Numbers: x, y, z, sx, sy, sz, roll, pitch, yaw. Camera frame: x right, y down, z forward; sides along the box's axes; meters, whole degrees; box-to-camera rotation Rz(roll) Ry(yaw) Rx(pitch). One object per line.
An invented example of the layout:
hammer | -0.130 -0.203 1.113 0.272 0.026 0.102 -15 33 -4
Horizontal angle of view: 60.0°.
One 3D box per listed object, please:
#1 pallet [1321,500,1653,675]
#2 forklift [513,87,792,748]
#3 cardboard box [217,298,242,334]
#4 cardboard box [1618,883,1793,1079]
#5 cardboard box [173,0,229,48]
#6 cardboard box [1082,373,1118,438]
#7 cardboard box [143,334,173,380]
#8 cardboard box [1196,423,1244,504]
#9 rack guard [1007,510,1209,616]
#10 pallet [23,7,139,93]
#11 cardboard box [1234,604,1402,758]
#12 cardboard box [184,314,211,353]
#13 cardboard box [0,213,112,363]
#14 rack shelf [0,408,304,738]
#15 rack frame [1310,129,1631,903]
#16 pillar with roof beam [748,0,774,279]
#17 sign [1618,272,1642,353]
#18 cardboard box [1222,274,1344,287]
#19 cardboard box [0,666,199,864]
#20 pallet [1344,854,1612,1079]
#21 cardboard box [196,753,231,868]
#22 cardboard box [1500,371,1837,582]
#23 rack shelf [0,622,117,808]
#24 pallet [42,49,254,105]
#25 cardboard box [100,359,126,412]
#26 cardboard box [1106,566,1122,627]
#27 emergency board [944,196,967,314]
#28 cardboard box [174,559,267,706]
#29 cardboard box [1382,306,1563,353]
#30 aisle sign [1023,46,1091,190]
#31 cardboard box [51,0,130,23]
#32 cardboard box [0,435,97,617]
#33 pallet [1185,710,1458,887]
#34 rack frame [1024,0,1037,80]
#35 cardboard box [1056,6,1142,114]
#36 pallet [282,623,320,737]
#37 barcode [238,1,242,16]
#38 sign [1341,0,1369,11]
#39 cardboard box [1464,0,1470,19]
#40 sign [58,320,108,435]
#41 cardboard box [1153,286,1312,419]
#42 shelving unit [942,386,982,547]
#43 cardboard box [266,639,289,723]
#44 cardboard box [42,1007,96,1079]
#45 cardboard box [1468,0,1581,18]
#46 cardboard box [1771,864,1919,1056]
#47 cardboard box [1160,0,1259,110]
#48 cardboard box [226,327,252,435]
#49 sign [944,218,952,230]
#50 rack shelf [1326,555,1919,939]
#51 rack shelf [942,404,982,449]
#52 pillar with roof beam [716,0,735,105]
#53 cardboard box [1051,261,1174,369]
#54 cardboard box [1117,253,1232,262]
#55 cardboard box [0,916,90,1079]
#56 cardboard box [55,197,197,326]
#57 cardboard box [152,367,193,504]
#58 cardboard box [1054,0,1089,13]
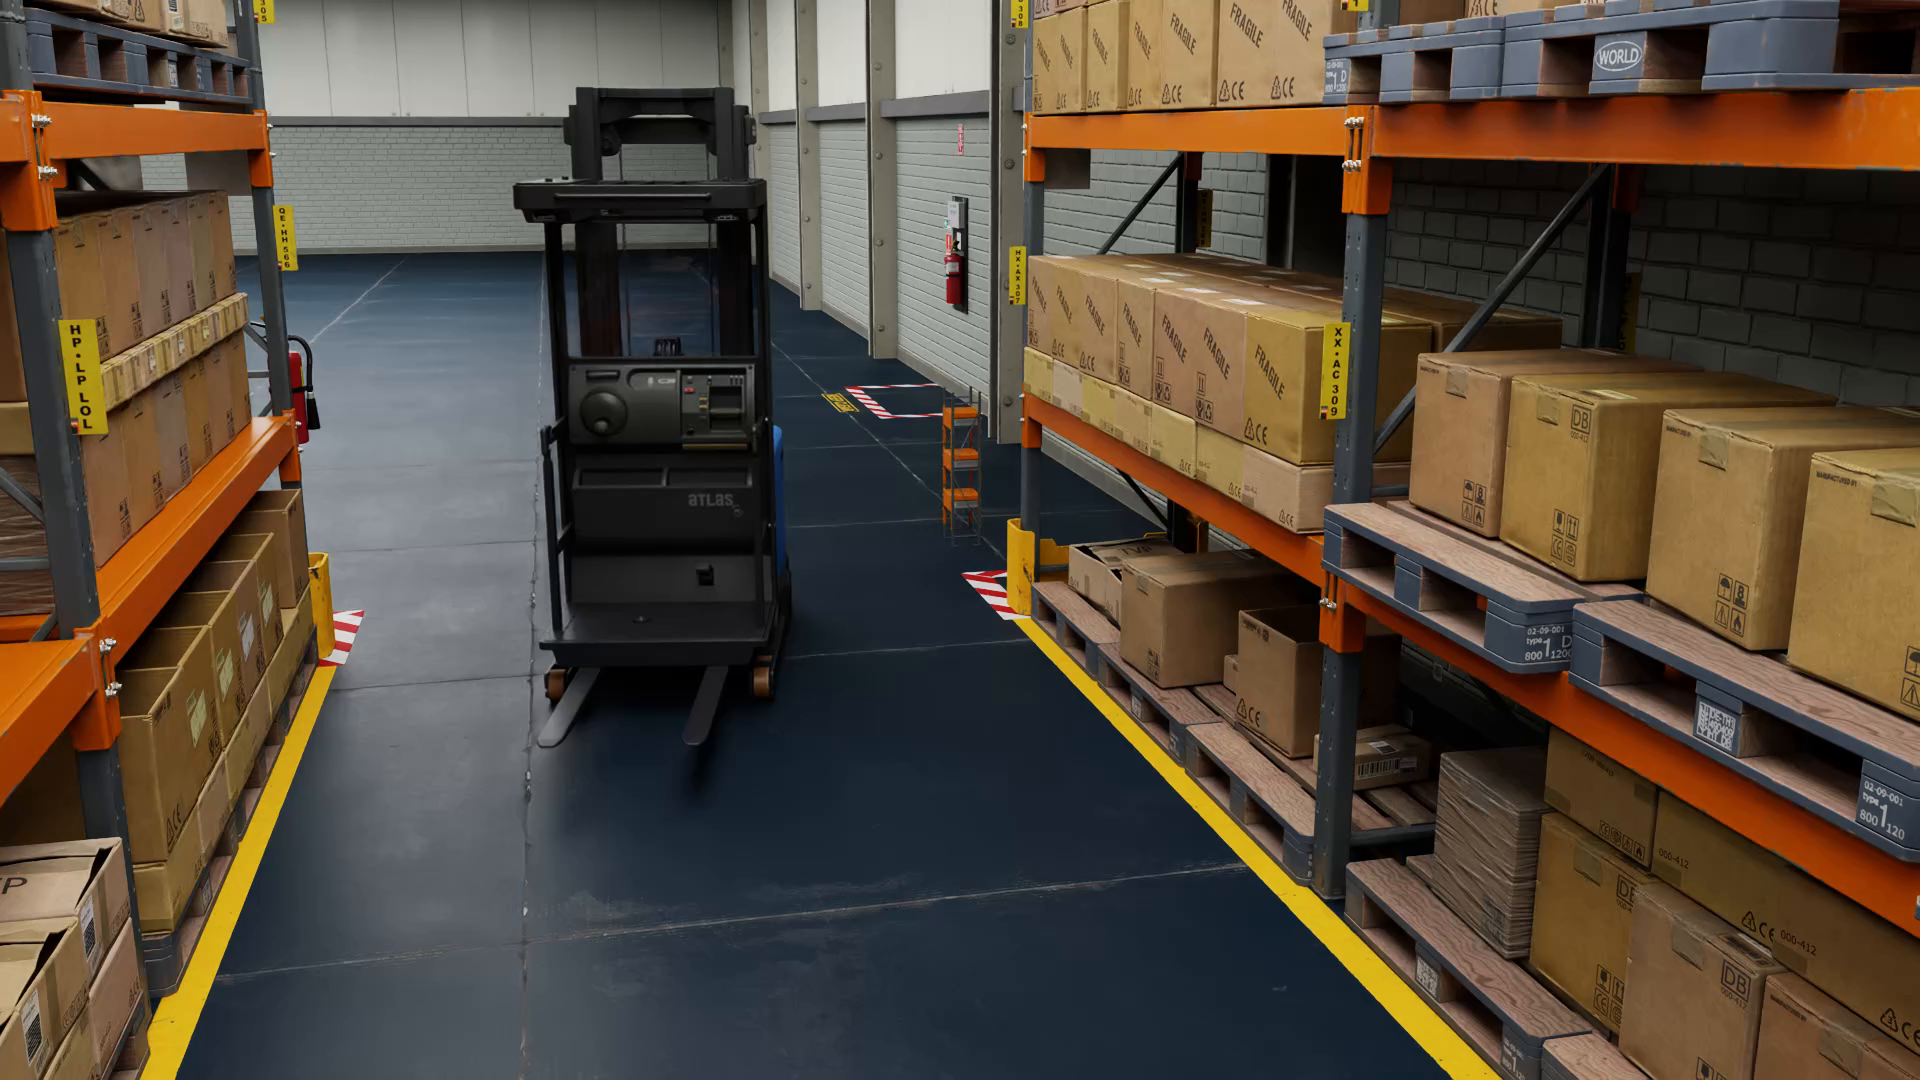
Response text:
pallet | 1.834 0.096 5.119 1.003 0.211 1.213 -3 14 -13
forklift | -1.482 -0.705 8.137 1.130 2.935 3.031 -1 14 -2
cardboard box | -3.620 -1.054 7.842 0.380 0.149 0.250 -3 14 -12
cardboard box | 2.236 1.224 4.437 0.700 0.500 0.500 -3 14 -13
cardboard box | -3.431 -2.233 7.063 0.500 0.250 0.500 -3 14 -13
cardboard box | 0.912 -0.674 8.141 0.500 0.250 0.500 -4 14 -14
cardboard box | -3.260 -0.699 6.389 0.380 0.149 0.250 -3 14 -14
cardboard box | 1.281 -0.327 6.717 0.500 0.250 0.500 -3 14 -13
rack guard | 0.874 0.127 9.854 1.175 0.500 0.348 -3 14 -13
pallet | -3.244 -1.514 5.172 1.003 0.211 1.213 -3 14 -13
cardboard box | 1.513 0.581 7.067 0.500 0.500 0.500 -4 14 -17
cardboard box | -3.441 -0.876 7.115 0.380 0.149 0.250 -3 14 -11
cardboard box | -3.248 -0.802 5.446 0.700 0.500 0.500 -3 14 -13
rack shelf | -3.488 -0.017 6.692 1.077 0.370 4.000 -3 14 -13
rack frame | 1.796 -0.182 5.852 1.000 3.000 0.127 -3 14 -13
pillar with roof beam | -7.959 -9.202 30.133 9.100 9.000 0.400 -3 14 -13
sign | 2.335 -0.776 5.844 0.100 0.325 0.005 -3 14 -13
cardboard box | 1.526 -0.957 7.718 0.500 0.500 0.500 -3 14 -12
cardboard box | -2.823 0.738 5.415 0.500 0.500 0.500 -3 14 -13
pallet | 1.980 1.352 5.448 1.003 0.211 1.213 -3 14 -13
cardboard box | -2.945 0.987 5.975 0.500 0.250 0.500 -3 14 -13
cardboard box | 2.007 -0.196 4.770 0.700 0.500 0.500 -2 14 -7
rack shelf | -2.549 0.906 2.915 1.077 0.370 4.000 -3 14 -13
pallet | -3.817 -2.077 7.476 1.003 0.211 1.213 -3 14 -13
cardboard box | -3.077 -0.519 5.655 0.380 0.149 0.250 -3 14 -14
cardboard box | 1.066 0.284 8.683 0.500 0.311 0.500 -2 14 -9
emergency board | -0.091 -2.948 17.173 0.194 1.169 0.643 -3 14 -13
cardboard box | -3.177 0.392 6.831 0.500 0.500 0.500 -3 14 -13
cardboard box | 1.889 -0.603 6.269 0.500 0.500 0.500 -4 14 -14
aisle sign | 0.548 -2.367 9.320 0.394 0.787 0.004 -3 14 -13
cardboard box | -3.007 -1.846 5.352 0.500 0.311 0.500 -4 14 -16
cardboard box | -3.129 -0.056 5.124 0.700 0.500 0.500 -4 14 -15
pallet | 1.604 1.020 6.809 1.003 0.211 1.213 -3 14 -13
rack frame | 0.857 -4.019 8.917 1.000 3.000 0.127 -3 14 -13
cardboard box | 0.784 -2.403 8.370 0.500 0.500 0.500 -2 14 -9
pallet | -3.737 0.701 8.113 1.003 0.211 1.213 -3 14 -13
barcode | -3.418 -2.524 7.895 0.001 0.075 0.075 -3 14 -13
sign | 1.270 -1.858 5.303 0.100 0.325 0.005 -3 14 -13
cardboard box | 1.926 -1.824 6.002 0.500 0.500 0.500 -3 14 -11
sign | -2.493 -0.461 4.723 0.100 0.325 0.005 -3 14 -13
cardboard box | 1.154 -0.807 7.102 0.500 0.500 0.500 -4 14 -15
shelving unit | 0.013 -0.498 11.252 0.215 1.050 0.252 -3 14 -13
cardboard box | -3.296 0.641 7.391 0.500 0.250 0.500 -3 14 -13
cardboard box | -2.522 1.423 4.191 0.500 0.250 0.500 -4 14 -14
cardboard box | 1.847 -1.761 4.899 0.500 0.500 0.500 -1 14 -5
cardboard box | 2.317 0.961 3.935 0.500 0.250 0.500 -3 14 -13
cardboard box | 1.164 -2.043 6.897 0.500 0.500 0.500 -4 14 -15
cardboard box | -3.860 -0.768 8.039 0.700 0.500 0.500 -3 14 -13
sign | -0.128 -3.354 17.645 0.001 0.109 0.331 -3 14 -13
rack shelf | 2.266 0.629 4.048 1.077 0.370 4.000 -3 14 -13
rack shelf | 0.013 -0.763 11.187 0.215 0.259 0.240 -3 14 -13
pillar with roof beam | -9.368 -10.587 35.799 9.100 9.000 0.400 -3 14 -13
cardboard box | 0.783 -1.164 8.567 0.500 0.500 0.500 -3 14 -13
cardboard box | 1.174 -1.309 9.158 0.500 0.500 0.500 -3 14 -14
cardboard box | -2.516 1.151 4.121 0.500 0.311 0.500 -3 14 -12
cardboard box | -3.600 -1.149 6.864 0.700 0.500 0.500 -3 14 -13
cardboard box | -3.494 -0.411 6.578 0.700 0.500 0.500 -3 14 -11
cardboard box | 0.780 -2.885 8.235 0.500 0.500 0.500 -3 14 -14
